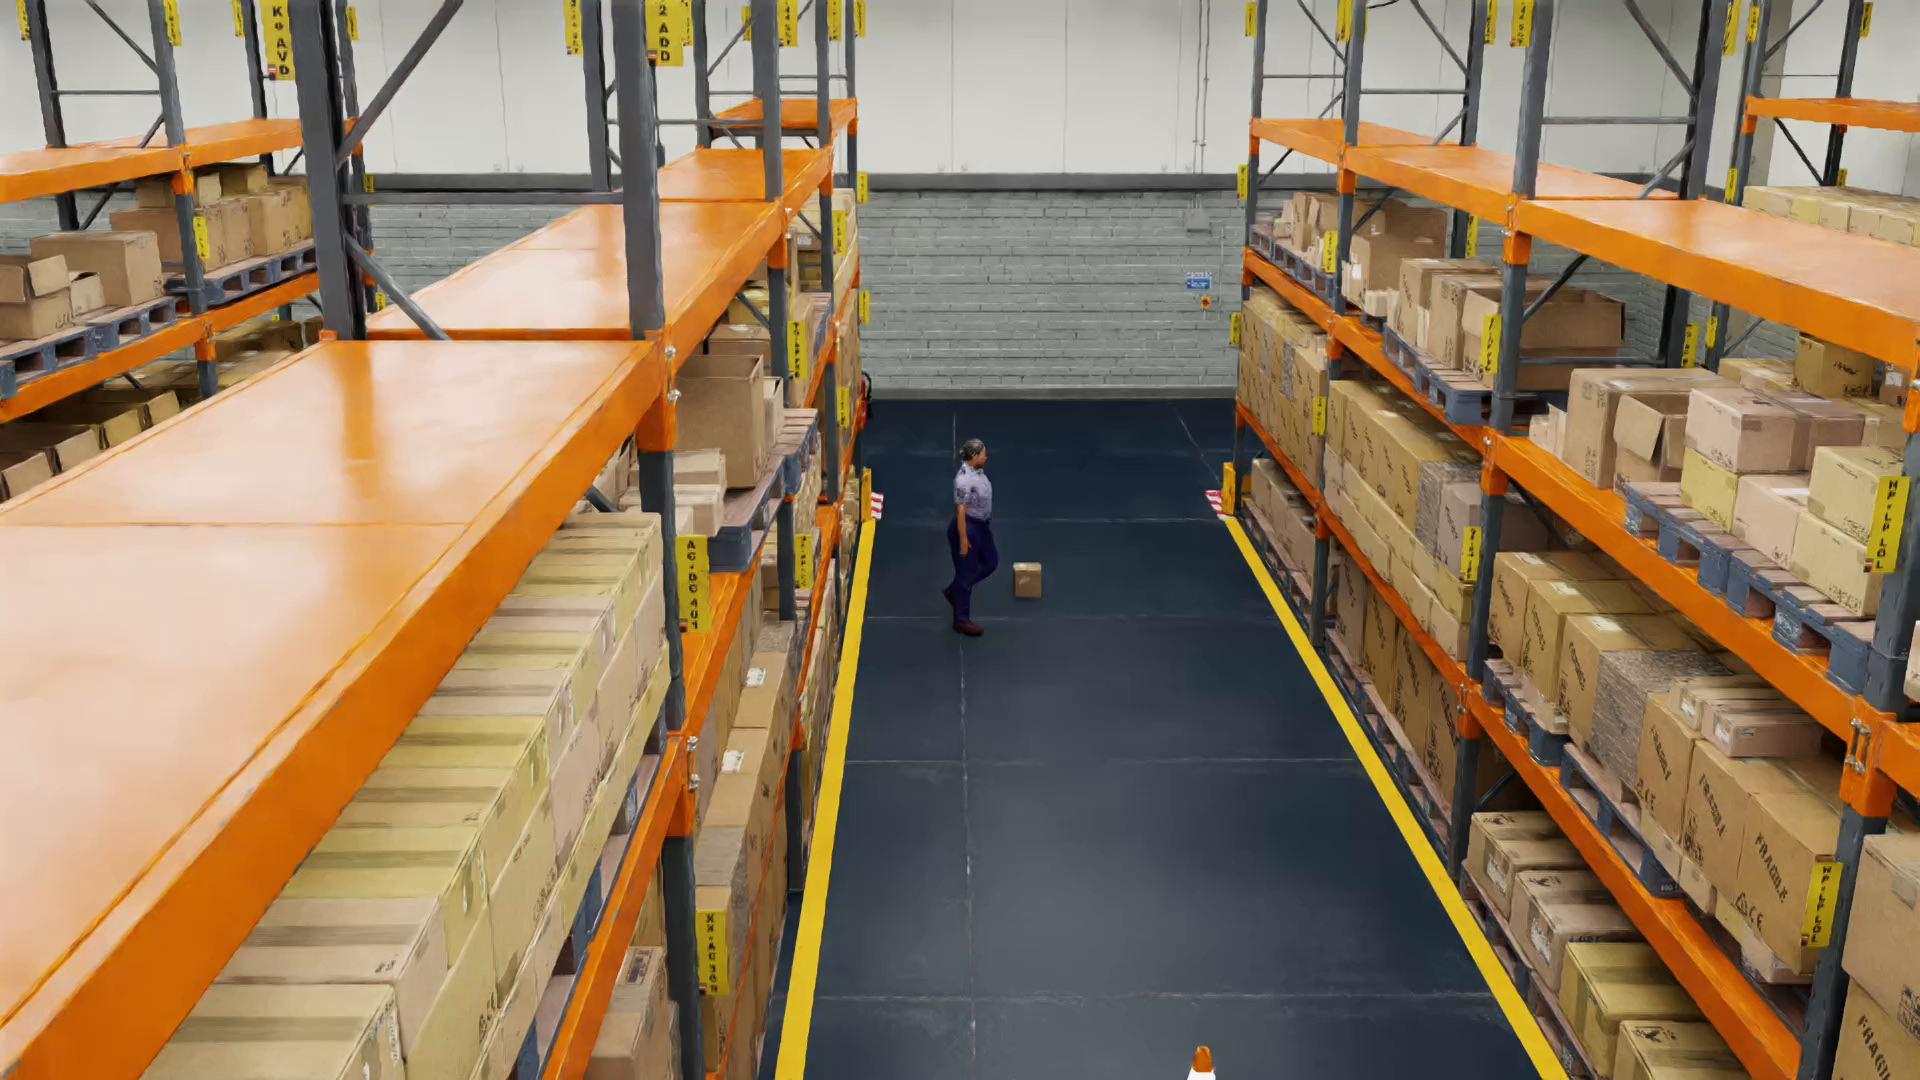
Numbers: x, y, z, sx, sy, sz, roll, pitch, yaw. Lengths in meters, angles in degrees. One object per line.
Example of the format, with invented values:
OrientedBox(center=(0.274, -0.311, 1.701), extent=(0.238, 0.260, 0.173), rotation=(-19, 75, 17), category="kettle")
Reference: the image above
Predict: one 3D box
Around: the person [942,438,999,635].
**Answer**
OrientedBox(center=(0.058, -0.066, 14.259), extent=(0.475, 1.644, 0.574), rotation=(4, 18, 13), category="person")
